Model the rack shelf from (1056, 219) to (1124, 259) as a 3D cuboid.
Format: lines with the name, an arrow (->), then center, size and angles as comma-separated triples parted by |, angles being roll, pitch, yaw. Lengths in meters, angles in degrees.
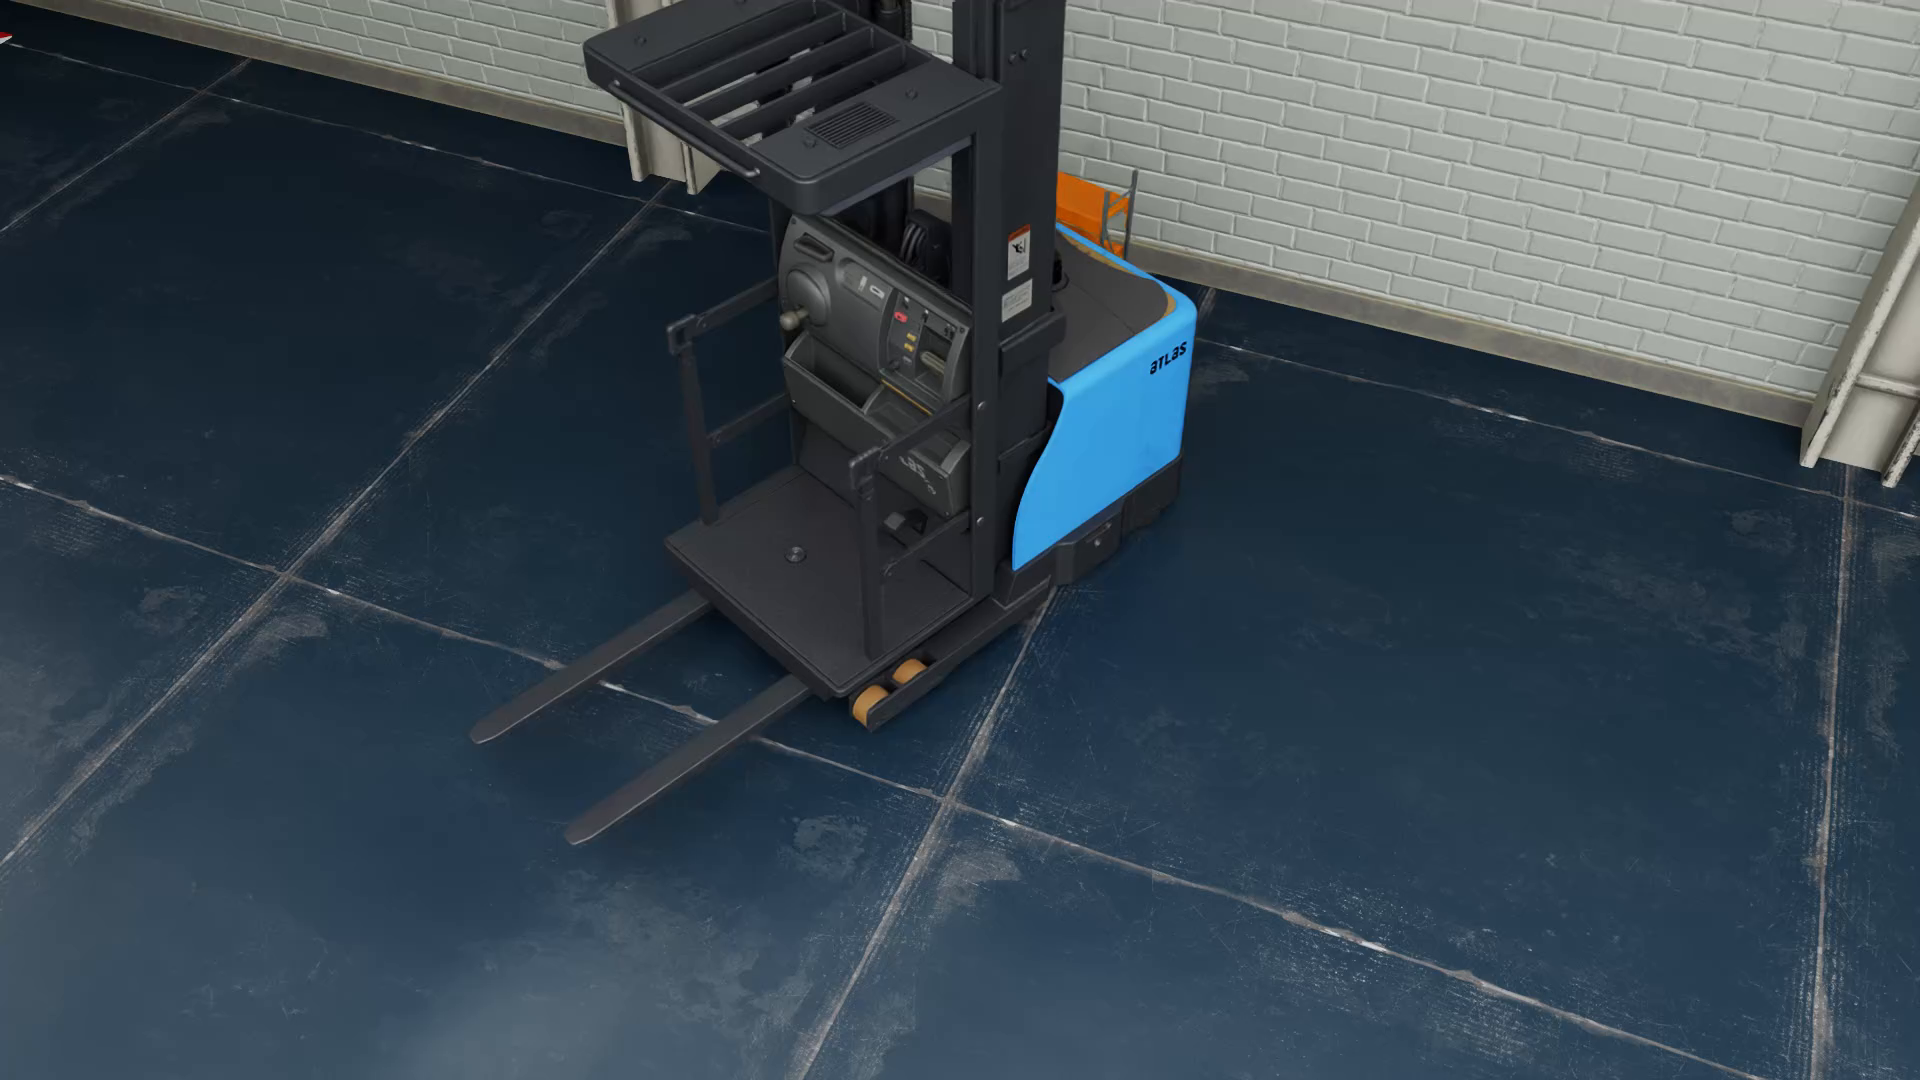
rack shelf -> 0.456, -1.256, 7.269 | 0.480, 0.148, 0.258 | 27, 48, 25

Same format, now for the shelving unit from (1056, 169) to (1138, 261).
shelving unit -> 0.450, -1.140, 7.374 | 0.503, 1.200, 0.258 | 27, 48, 25

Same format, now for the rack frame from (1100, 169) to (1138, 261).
rack frame -> 0.648, -1.039, 7.273 | 0.015, 1.200, 0.240 | 27, 48, 25

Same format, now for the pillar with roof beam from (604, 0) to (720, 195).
pillar with roof beam -> -3.203, -2.399, 3.120 | 0.400, 9.000, 9.100 | 16, 47, 16

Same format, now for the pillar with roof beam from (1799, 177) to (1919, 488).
pillar with roof beam -> 2.334, -0.770, 1.482 | 0.400, 9.000, 9.100 | 16, 47, 16

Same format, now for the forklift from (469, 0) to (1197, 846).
forklift -> -0.466, -0.737, 5.751 | 3.031, 2.935, 1.130 | -34, 54, -29

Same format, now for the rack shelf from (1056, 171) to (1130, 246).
rack shelf -> 0.463, -1.431, 7.110 | 0.480, 0.148, 0.258 | 27, 48, 25
